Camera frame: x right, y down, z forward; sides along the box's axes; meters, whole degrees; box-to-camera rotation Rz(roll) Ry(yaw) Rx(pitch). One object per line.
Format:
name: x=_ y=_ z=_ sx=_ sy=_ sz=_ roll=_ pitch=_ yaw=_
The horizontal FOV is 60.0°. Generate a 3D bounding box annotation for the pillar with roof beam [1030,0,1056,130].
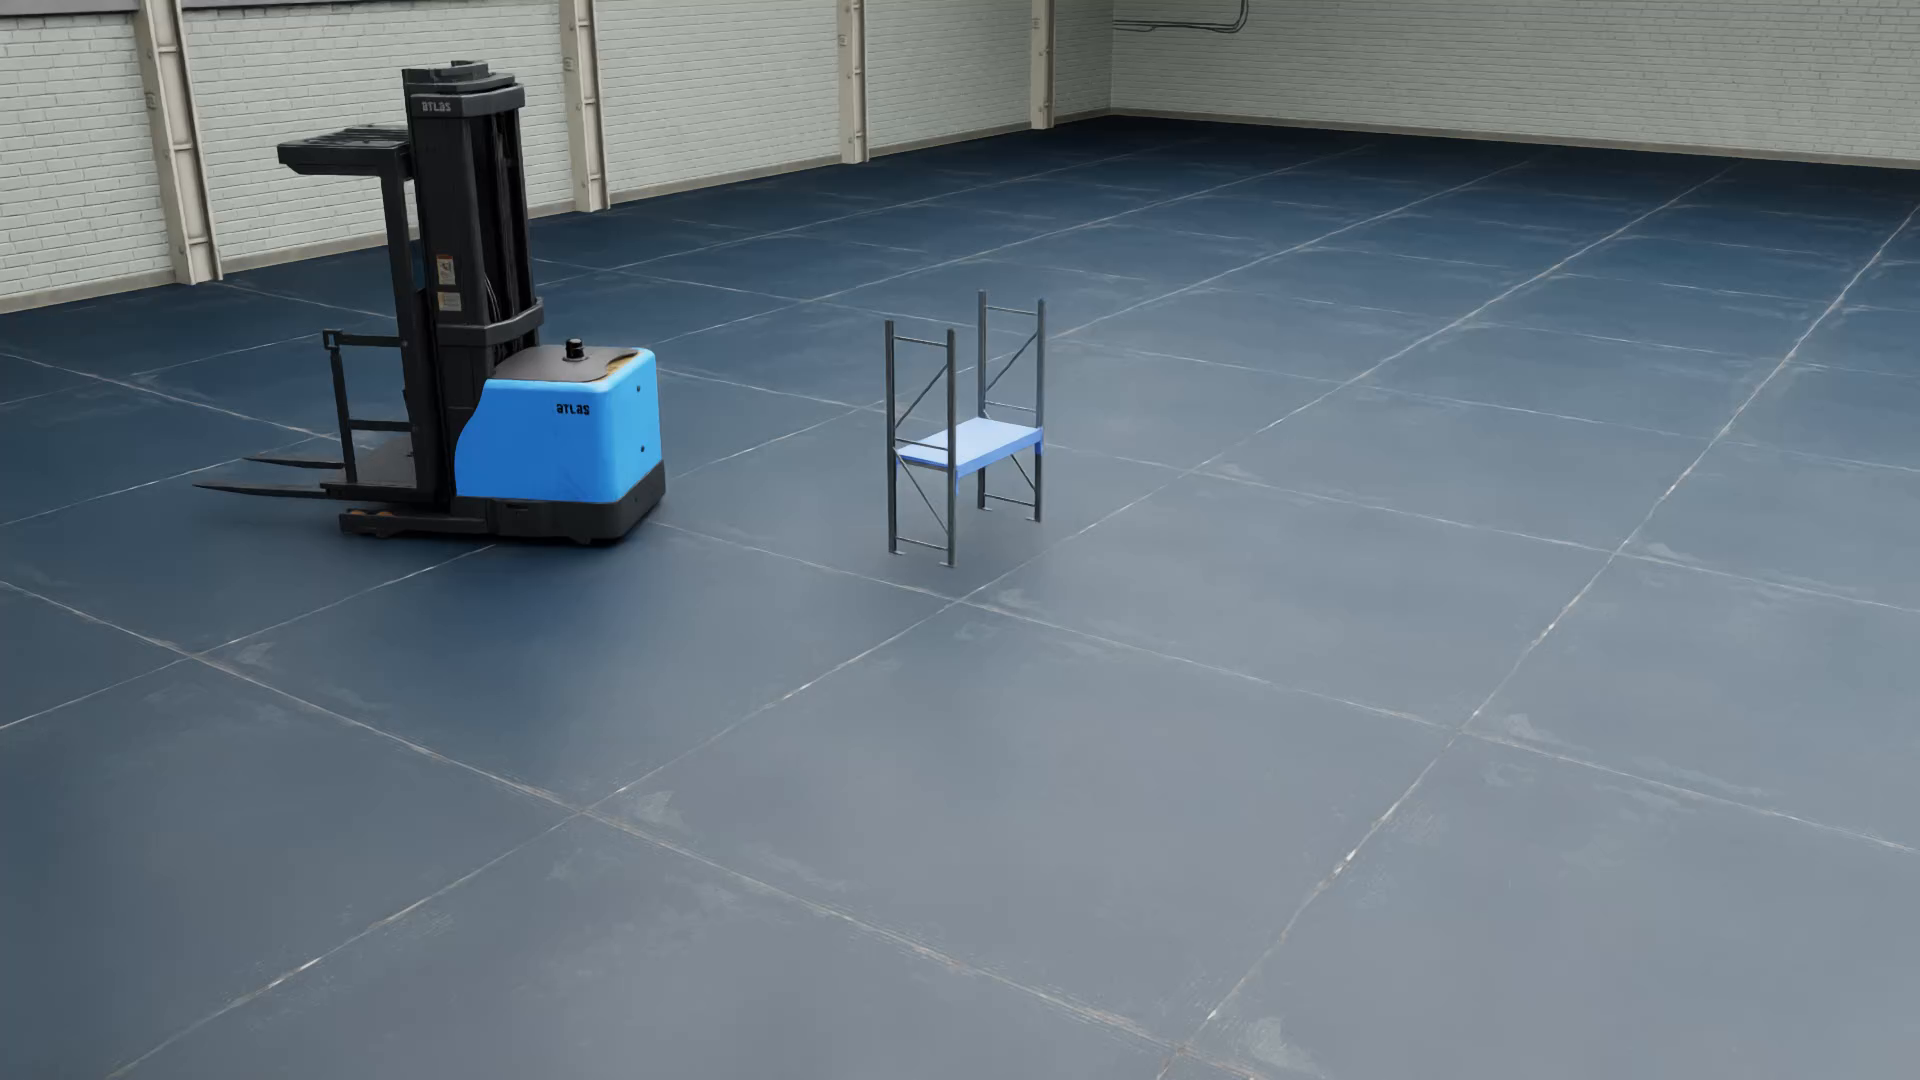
pillar with roof beam: x=5.167 y=-11.448 z=28.742 sx=9.100 sy=9.000 sz=0.400 roll=13 pitch=24 yaw=32

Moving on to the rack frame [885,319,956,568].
rack frame: x=-0.238 y=-0.582 z=10.177 sx=0.500 sy=1.500 sz=0.032 roll=13 pitch=24 yaw=32

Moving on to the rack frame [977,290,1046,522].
rack frame: x=0.334 y=-0.874 z=10.965 sx=0.500 sy=1.500 sz=0.032 roll=13 pitch=24 yaw=32

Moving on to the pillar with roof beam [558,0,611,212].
pillar with roof beam: x=-1.578 y=-8.005 z=19.434 sx=9.100 sy=9.000 sz=0.400 roll=13 pitch=24 yaw=32

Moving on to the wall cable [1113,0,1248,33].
wall cable: x=4.357 y=-11.418 z=33.138 sx=3.097 sy=2.526 sz=0.112 roll=13 pitch=24 yaw=32

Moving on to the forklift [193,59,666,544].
forklift: x=-3.588 y=-1.568 z=10.779 sx=3.031 sy=2.935 sz=1.130 roll=3 pitch=21 yaw=8

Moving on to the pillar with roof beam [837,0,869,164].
pillar with roof beam: x=1.795 y=-9.726 z=24.088 sx=9.100 sy=9.000 sz=0.400 roll=13 pitch=24 yaw=32

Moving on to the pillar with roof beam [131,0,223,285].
pillar with roof beam: x=-4.951 y=-6.283 z=14.780 sx=9.100 sy=9.000 sz=0.400 roll=13 pitch=24 yaw=32

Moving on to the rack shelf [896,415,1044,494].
rack shelf: x=0.048 y=-0.559 z=10.633 sx=0.538 sy=0.185 sz=1.000 roll=13 pitch=24 yaw=32

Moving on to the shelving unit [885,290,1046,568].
shelving unit: x=0.048 y=-0.728 z=10.571 sx=0.538 sy=1.500 sz=1.048 roll=13 pitch=24 yaw=32
